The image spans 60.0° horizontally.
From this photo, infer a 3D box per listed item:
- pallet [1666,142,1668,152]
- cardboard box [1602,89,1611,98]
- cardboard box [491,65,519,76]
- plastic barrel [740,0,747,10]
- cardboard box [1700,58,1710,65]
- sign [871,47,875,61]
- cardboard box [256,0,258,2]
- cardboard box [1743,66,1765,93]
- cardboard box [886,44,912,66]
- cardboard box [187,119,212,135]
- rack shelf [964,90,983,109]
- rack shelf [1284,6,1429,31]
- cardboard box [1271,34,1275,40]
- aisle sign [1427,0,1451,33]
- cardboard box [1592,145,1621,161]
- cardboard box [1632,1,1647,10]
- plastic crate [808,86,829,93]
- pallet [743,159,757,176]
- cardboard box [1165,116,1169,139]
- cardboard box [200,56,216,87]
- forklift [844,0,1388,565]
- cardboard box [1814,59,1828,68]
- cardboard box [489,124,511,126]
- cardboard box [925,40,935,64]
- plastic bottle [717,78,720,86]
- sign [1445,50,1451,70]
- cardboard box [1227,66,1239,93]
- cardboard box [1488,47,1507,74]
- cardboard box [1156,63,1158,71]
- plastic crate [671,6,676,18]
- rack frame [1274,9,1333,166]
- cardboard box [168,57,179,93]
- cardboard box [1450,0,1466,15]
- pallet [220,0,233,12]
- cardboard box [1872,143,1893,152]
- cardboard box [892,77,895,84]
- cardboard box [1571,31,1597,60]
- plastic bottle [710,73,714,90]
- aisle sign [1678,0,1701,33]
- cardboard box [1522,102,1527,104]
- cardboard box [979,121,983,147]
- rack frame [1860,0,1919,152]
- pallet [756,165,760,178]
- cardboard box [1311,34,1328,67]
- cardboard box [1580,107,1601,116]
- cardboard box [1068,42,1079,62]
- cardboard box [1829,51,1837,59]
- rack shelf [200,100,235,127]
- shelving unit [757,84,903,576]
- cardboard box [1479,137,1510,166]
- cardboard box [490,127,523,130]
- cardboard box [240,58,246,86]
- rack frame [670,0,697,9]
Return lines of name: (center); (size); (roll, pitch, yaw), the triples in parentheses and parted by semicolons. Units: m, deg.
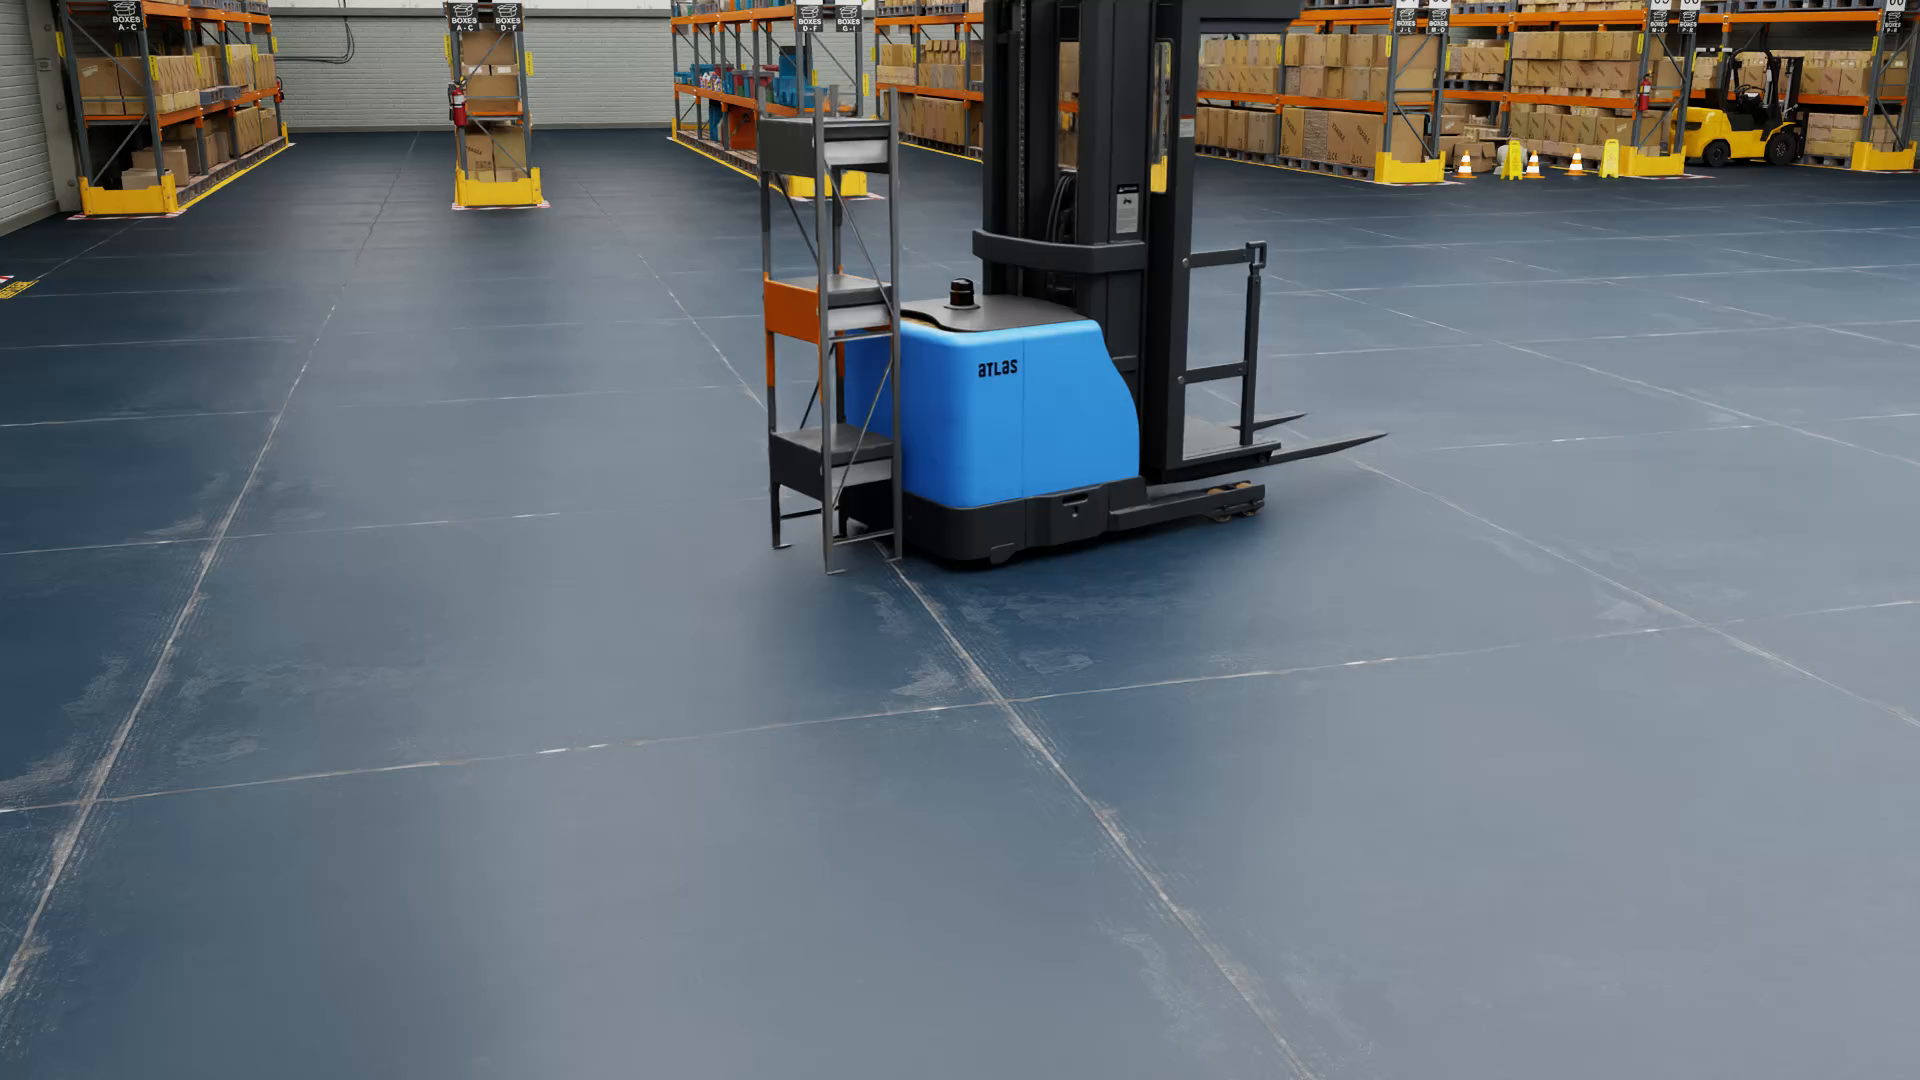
pallet: (15.753, -8.293, 35.192); (1.003, 0.211, 1.213); (-5, 17, -15)
cardboard box: (11.787, -8.028, 29.899); (0.380, 0.149, 0.250); (-5, 17, -16)
cardboard box: (-6.634, -6.846, 24.227); (0.380, 0.149, 0.250); (-5, 17, -16)
plastic barrel: (-3.597, -9.840, 29.410); (0.600, 0.901, 0.600); (0, 17, 0)
cardboard box: (15.598, -9.933, 34.504); (0.380, 0.149, 0.250); (-5, 17, -16)
sign: (-2.140, -11.980, 40.978); (0.100, 0.325, 0.005); (-5, 17, -15)
cardboard box: (-15.004, -11.398, 34.824); (0.500, 0.250, 0.500); (-5, 17, -17)
cardboard box: (16.023, -9.189, 33.155); (0.500, 0.500, 0.500); (-4, 17, -14)
cardboard box: (-1.446, -11.564, 39.676); (0.500, 0.500, 0.500); (-5, 17, -17)
cardboard box: (-13.349, -7.197, 28.974); (0.500, 0.250, 0.500); (-4, 17, -14)
rack shelf: (1.144, -8.459, 32.149); (1.077, 0.370, 4.000); (-5, 17, -15)
rack shelf: (7.040, -9.153, 29.247); (1.077, 0.370, 4.000); (-5, 17, -15)
cardboard box: (8.098, -12.710, 42.013); (0.380, 0.149, 0.250); (-5, 17, -15)
aisle sign: (7.897, -8.757, 27.373); (0.394, 0.787, 0.004); (-5, 17, -15)
cardboard box: (11.834, -7.021, 30.160); (0.500, 0.250, 0.500); (-5, 17, -16)
cardboard box: (11.954, -9.320, 28.989); (0.380, 0.149, 0.250); (-5, 17, -15)
plastic crate: (-2.504, -7.503, 27.974); (0.499, 0.251, 0.616); (-5, 17, -15)
pallet: (-3.322, -6.737, 30.015); (1.003, 0.211, 1.213); (-5, 17, -15)
cardboard box: (4.820, -9.030, 36.415); (0.500, 0.500, 0.500); (-4, 17, -13)
cardboard box: (-13.375, -8.159, 28.961); (0.700, 0.500, 0.500); (-6, 18, -20)
forklift: (0.923, -1.604, 8.197); (3.031, 2.935, 1.130); (-11, 20, -33)
cardboard box: (16.441, -9.038, 31.524); (0.380, 0.149, 0.250); (-5, 18, -17)
cardboard box: (-8.931, -7.881, 32.555); (0.500, 0.500, 0.500); (-5, 18, -17)
cardboard box: (-0.322, -10.815, 36.826); (0.797, 0.503, 0.637); (-5, 17, -17)
plastic bottle: (-4.821, -9.133, 33.365); (0.097, 0.271, 0.097); (0, 17, 0)
sign: (8.125, -8.003, 27.738); (0.100, 0.325, 0.005); (-5, 17, -15)
cardboard box: (5.670, -9.205, 33.210); (0.500, 0.500, 0.500); (-5, 17, -16)
cardboard box: (10.874, -9.535, 33.060); (0.500, 0.500, 0.500); (-5, 17, -16)
cardboard box: (4.461, -10.402, 36.555); (0.380, 0.149, 0.250); (-4, 17, -14)
plastic crate: (-6.529, -12.423, 39.110); (0.497, 0.269, 0.590); (-5, 17, -15)
rack frame: (6.490, -8.615, 31.416); (1.000, 3.000, 0.127); (-5, 17, -15)
cardboard box: (-11.600, -6.703, 23.974); (0.500, 0.500, 0.500); (-5, 18, -17)
cardboard box: (10.569, -11.207, 34.652); (0.797, 0.503, 0.637); (-5, 17, -15)
pallet: (-13.922, -9.702, 30.151); (1.213, 0.211, 1.003); (-4, 17, -13)
cardboard box: (17.146, -7.356, 31.278); (0.500, 0.250, 0.500); (-5, 17, -15)
cardboard box: (-1.400, -10.900, 39.461); (0.380, 0.149, 0.250); (-5, 17, -17)
cardboard box: (11.600, -8.994, 30.251); (0.700, 0.500, 0.500); (-5, 17, -16)
plastic bottle: (-5.095, -9.471, 34.354); (0.144, 0.351, 0.185); (-5, 17, -15)
aisle sign: (12.636, -9.180, 28.780); (0.394, 0.787, 0.004); (-5, 17, -15)
cardboard box: (13.958, -10.619, 40.578); (0.380, 0.149, 0.250); (-5, 17, -16)
cardboard box: (0.798, -8.187, 33.572); (0.700, 0.500, 0.500); (-6, 18, -18)
rack frame: (17.093, -8.321, 30.439); (1.000, 3.000, 0.127); (-5, 17, -15)
pallet: (-2.924, -6.334, 28.672); (1.003, 0.211, 1.213); (-5, 17, -15)
cardboard box: (6.838, -8.796, 29.881); (0.875, 0.550, 0.550); (-5, 17, -15)
cardboard box: (11.619, -7.848, 30.485); (0.380, 0.149, 0.250); (-4, 17, -14)
cardboard box: (2.126, -8.222, 27.681); (0.500, 0.500, 0.500); (-5, 17, -15)
cardboard box: (16.599, -9.115, 31.264); (0.380, 0.149, 0.250); (-5, 17, -15)
rack shelf: (-13.144, -7.284, 28.238); (1.077, 0.370, 4.000); (-5, 17, -15)
shelving unit: (-0.573, -0.937, 7.422); (0.431, 2.100, 0.503); (-11, 20, -33)
cardboard box: (10.208, -7.434, 31.827); (0.500, 0.500, 0.500); (7, 18, 23)
cardboard box: (-7.228, -6.323, 26.535); (0.500, 0.500, 0.500); (-5, 17, -15)
cardboard box: (-14.002, -8.963, 31.850); (0.500, 0.500, 0.500); (-4, 17, -14)
rack frame: (-6.367, -14.051, 39.088); (1.000, 3.000, 0.127); (-5, 17, -15)
